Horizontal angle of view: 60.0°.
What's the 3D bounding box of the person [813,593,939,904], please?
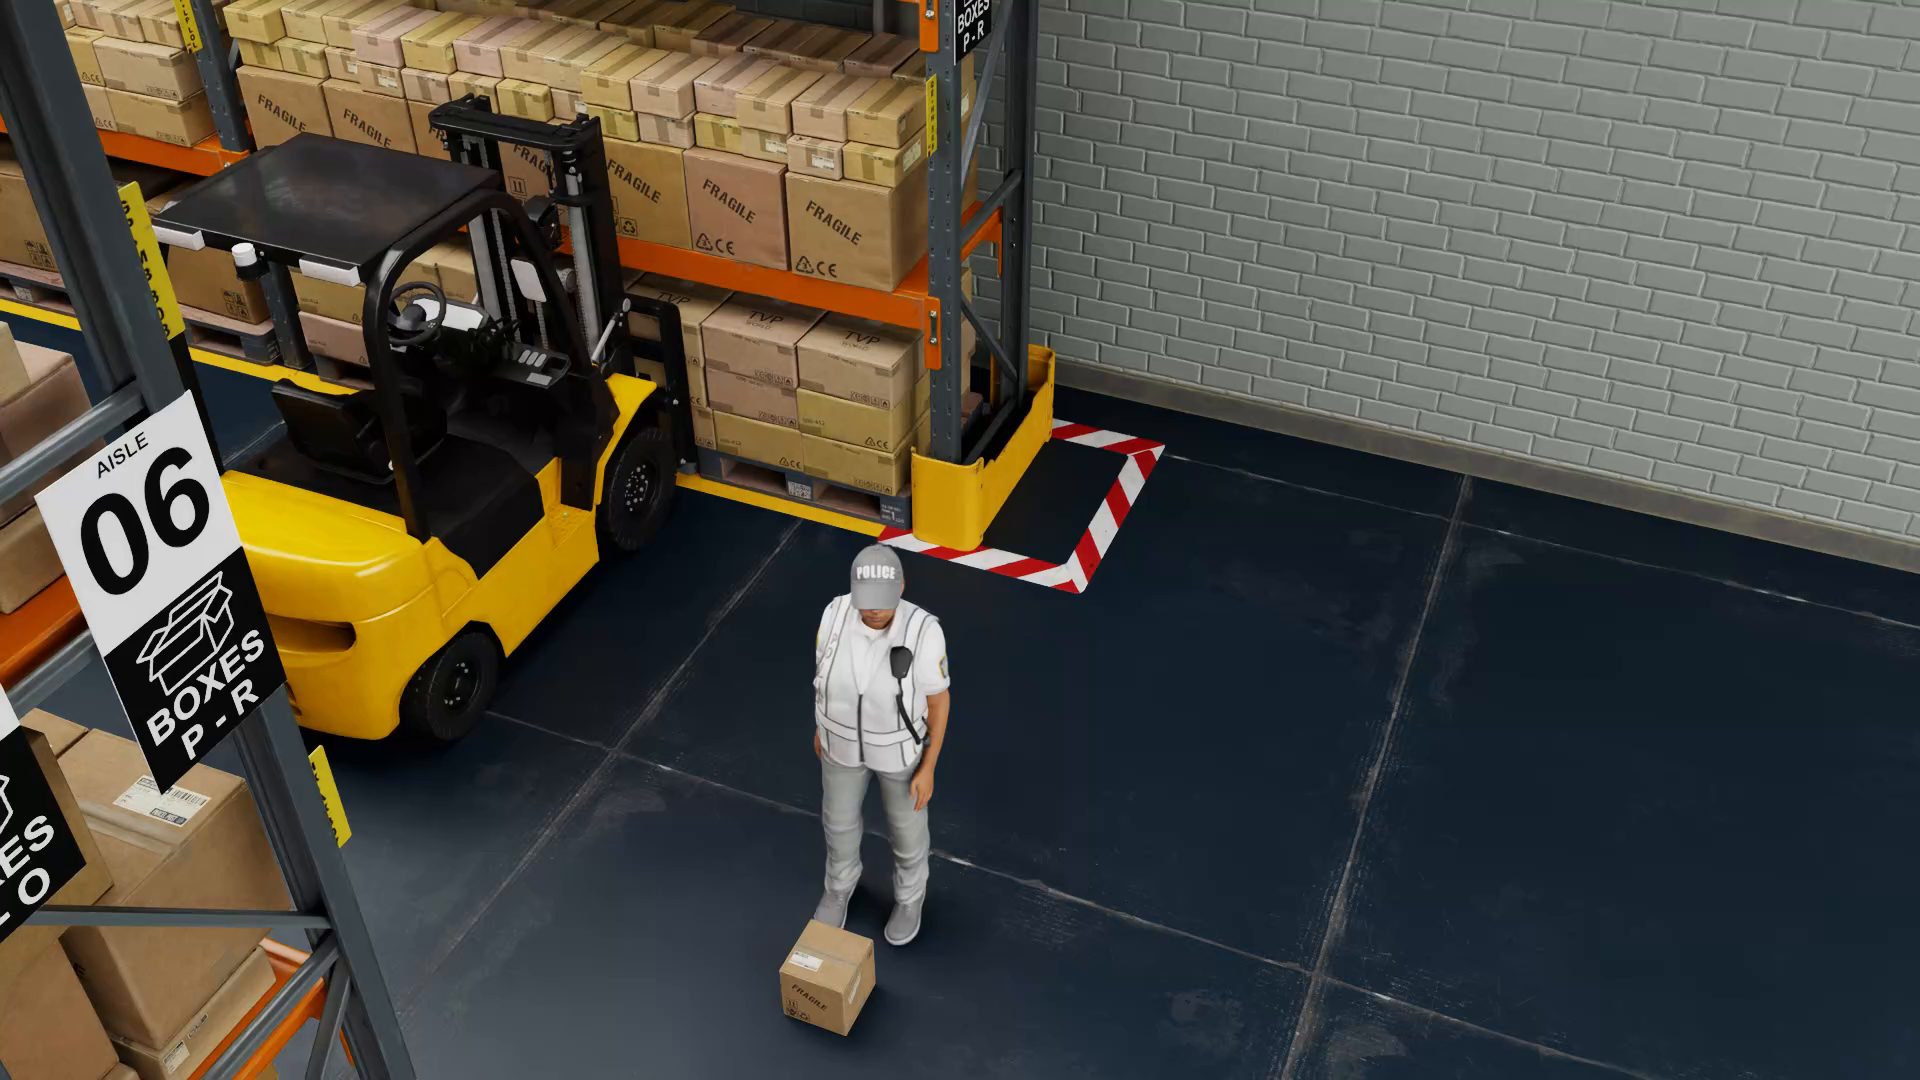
[{"bbox_3d":[-0.293,0.777,5.905,0.433,1.364,0.379,10,39,12],"label":"person"}]
